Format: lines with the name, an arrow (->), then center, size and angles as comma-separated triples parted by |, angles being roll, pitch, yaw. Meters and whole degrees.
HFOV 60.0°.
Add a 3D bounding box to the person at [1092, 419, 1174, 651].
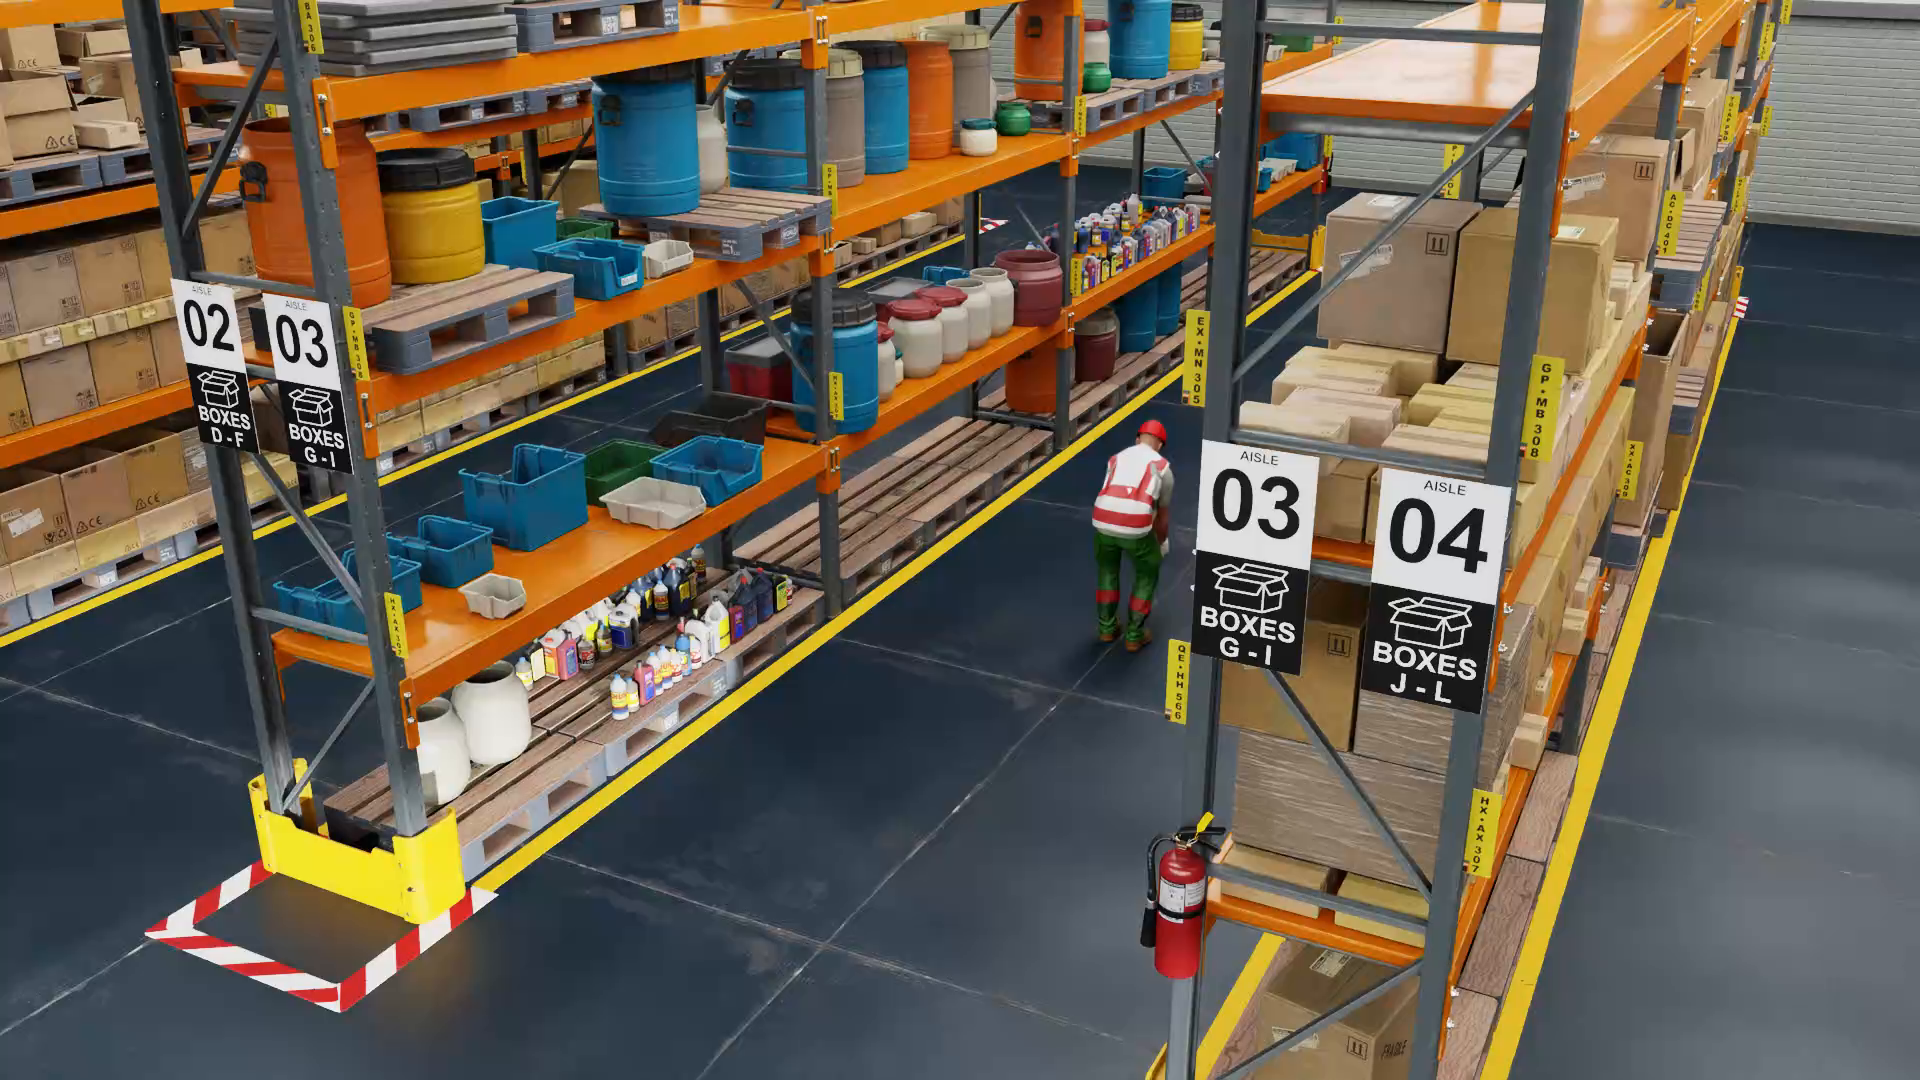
person -> 1.187, -0.043, 11.288 | 0.493, 1.434, 0.872 | 10, 25, 23
